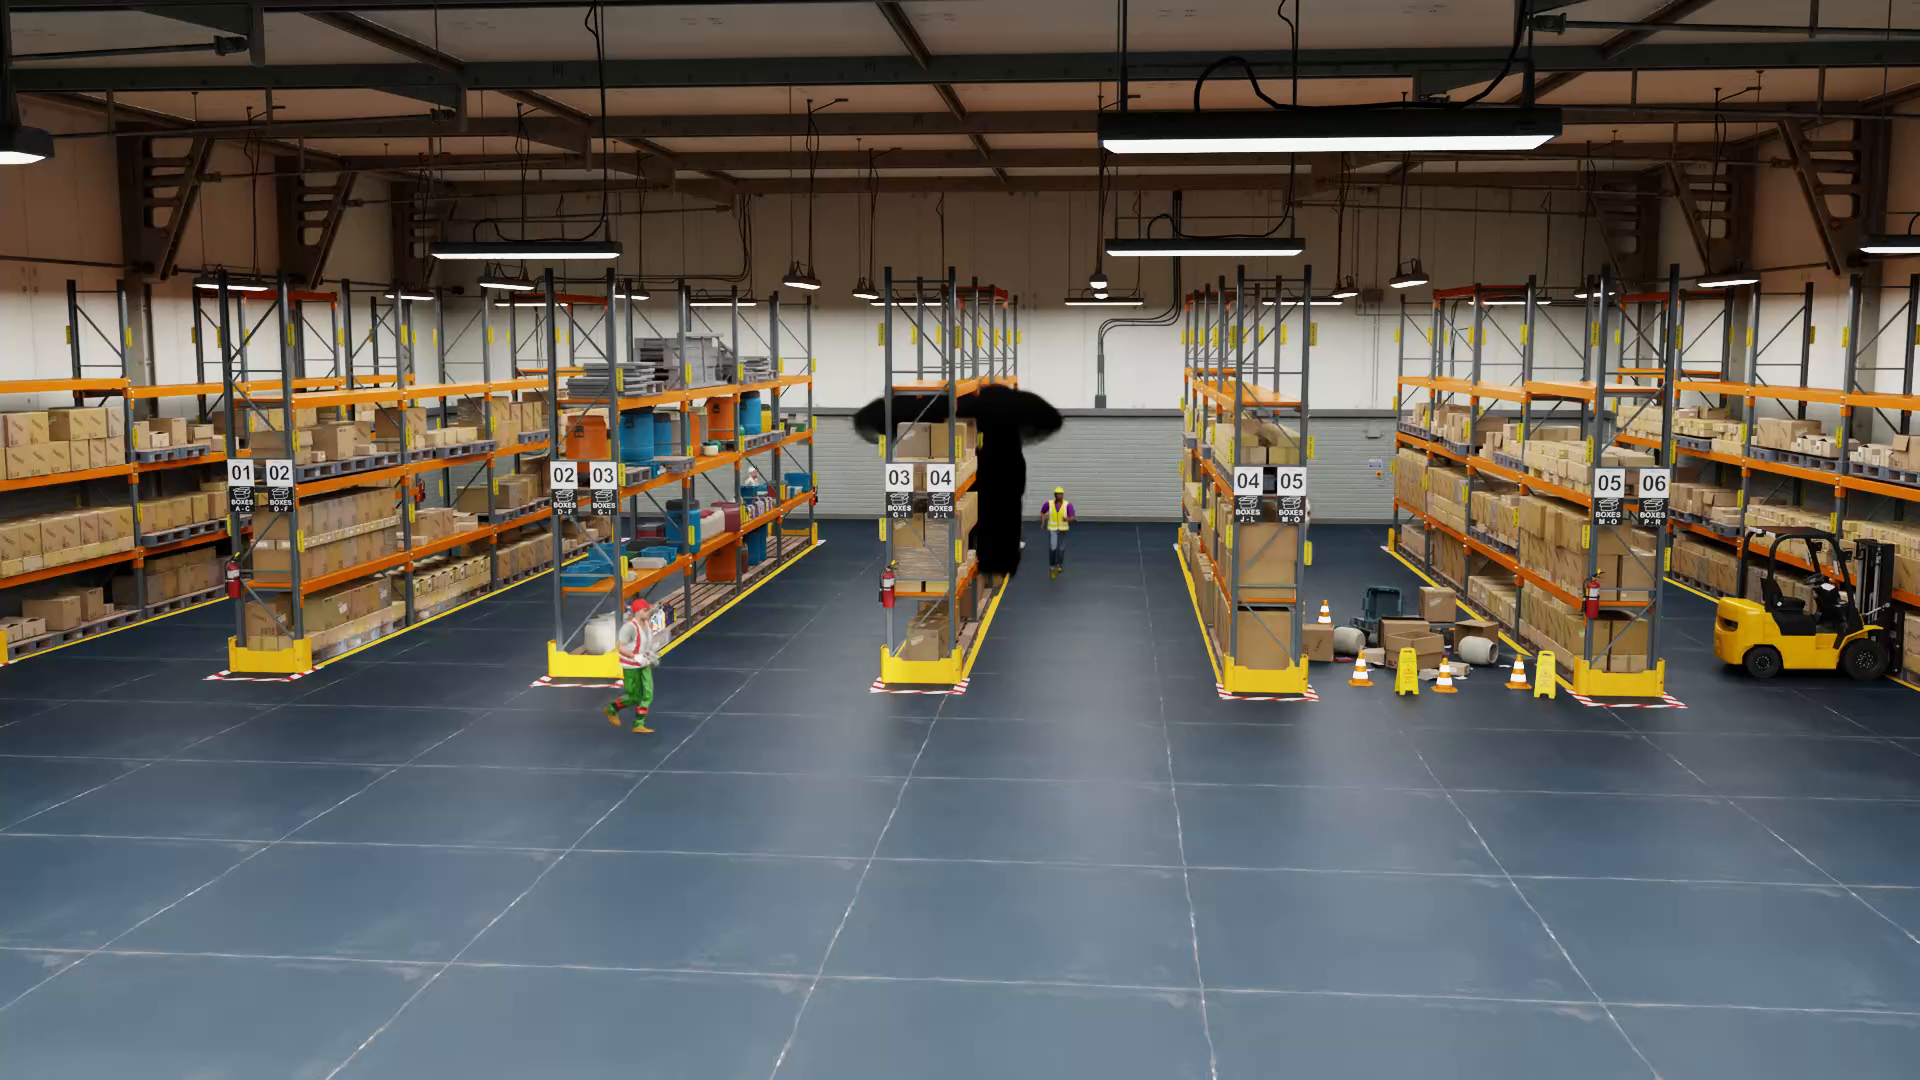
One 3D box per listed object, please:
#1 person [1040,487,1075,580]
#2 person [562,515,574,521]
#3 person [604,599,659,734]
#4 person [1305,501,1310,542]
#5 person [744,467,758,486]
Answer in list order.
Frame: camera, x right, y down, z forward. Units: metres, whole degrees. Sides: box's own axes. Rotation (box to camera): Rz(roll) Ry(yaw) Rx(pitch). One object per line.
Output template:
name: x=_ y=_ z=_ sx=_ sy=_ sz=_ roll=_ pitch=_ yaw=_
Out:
person: x=1.951 y=-0.136 z=33.197 sx=0.667 sy=1.846 sz=0.717 roll=0 pitch=7 yaw=-2
person: x=-9.946 y=-1.035 z=42.386 sx=0.933 sy=1.753 sz=0.656 roll=1 pitch=7 yaw=12
person: x=-4.178 y=1.596 z=21.124 sx=0.791 sy=1.737 sz=0.651 roll=4 pitch=8 yaw=28
person: x=7.725 y=-0.335 z=37.543 sx=0.597 sy=1.618 sz=0.766 roll=-4 pitch=8 yaw=-30
person: x=-5.325 y=-1.010 z=42.475 sx=0.626 sy=1.728 sz=0.649 roll=2 pitch=7 yaw=13
